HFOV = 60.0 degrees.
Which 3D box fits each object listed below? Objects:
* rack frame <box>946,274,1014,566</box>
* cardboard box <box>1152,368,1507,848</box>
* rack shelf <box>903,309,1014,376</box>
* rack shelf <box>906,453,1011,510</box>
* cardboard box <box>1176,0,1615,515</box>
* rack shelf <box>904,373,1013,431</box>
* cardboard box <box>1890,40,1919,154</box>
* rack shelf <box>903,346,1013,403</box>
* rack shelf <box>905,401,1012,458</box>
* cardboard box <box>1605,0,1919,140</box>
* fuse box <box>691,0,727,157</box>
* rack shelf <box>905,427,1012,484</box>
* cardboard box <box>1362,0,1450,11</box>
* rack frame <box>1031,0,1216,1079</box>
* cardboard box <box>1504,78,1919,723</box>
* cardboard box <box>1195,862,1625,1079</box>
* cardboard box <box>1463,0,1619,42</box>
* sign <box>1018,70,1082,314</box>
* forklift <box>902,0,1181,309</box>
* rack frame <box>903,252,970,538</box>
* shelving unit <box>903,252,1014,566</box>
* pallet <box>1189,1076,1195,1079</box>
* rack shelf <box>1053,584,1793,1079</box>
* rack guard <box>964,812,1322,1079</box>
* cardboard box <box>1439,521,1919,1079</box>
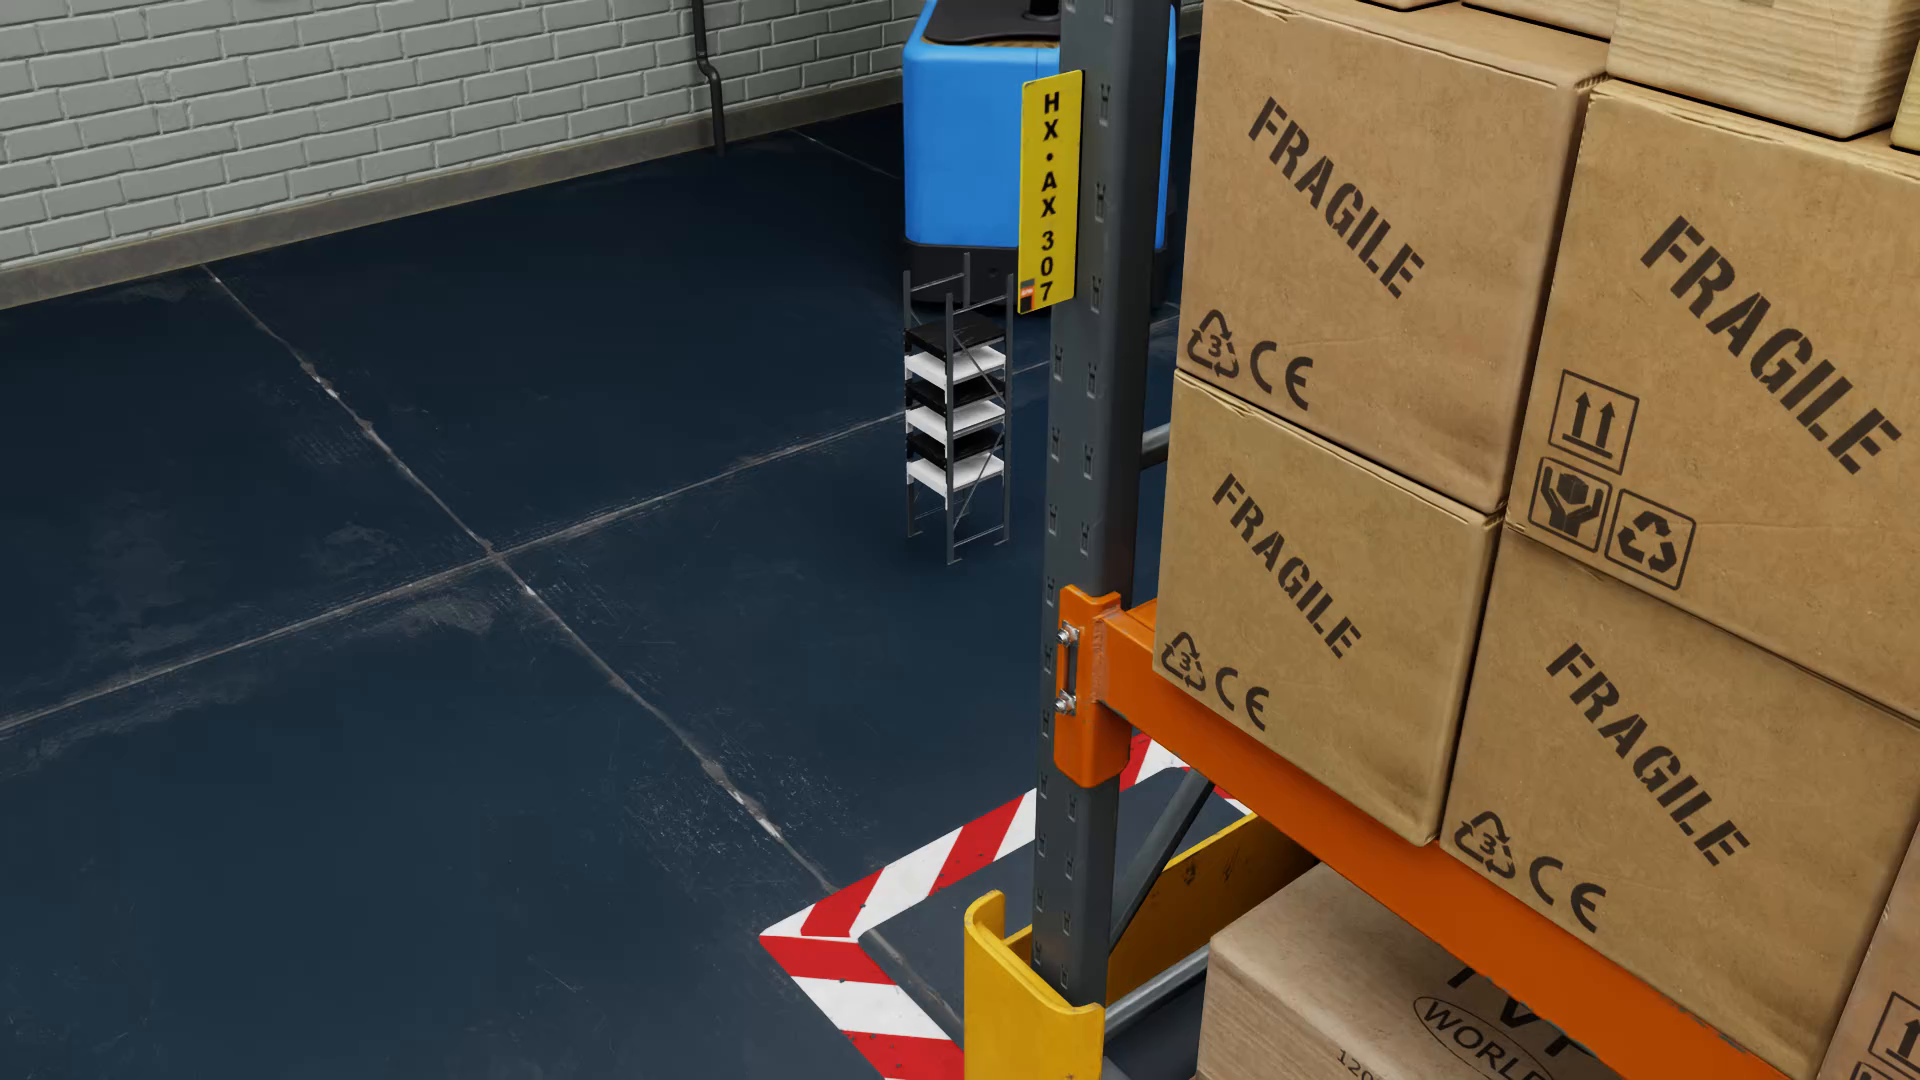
[{"bbox_3d":[0.057,-0.343,4.950,0.240,0.900,0.006,-22,38,-31],"label":"rack frame"},{"bbox_3d":[0.631,0.005,2.305,0.500,0.500,0.500,-23,38,-32],"label":"cardboard box"},{"bbox_3d":[-0.005,-0.587,4.893,0.258,0.077,0.200,-22,38,-31],"label":"rack shelf"},{"bbox_3d":[-0.005,-0.204,5.131,0.258,0.077,0.200,-22,38,-31],"label":"rack shelf"},{"bbox_3d":[0.633,-0.421,2.042,0.500,0.500,0.500,-23,39,-32],"label":"cardboard box"},{"bbox_3d":[-0.005,-0.434,4.988,0.258,0.077,0.200,-22,38,-31],"label":"rack shelf"},{"bbox_3d":[1.024,-0.415,1.419,0.380,0.149,0.250,-24,39,-33],"label":"cardboard box"},{"bbox_3d":[-0.005,-0.510,4.941,0.258,0.077,0.200,-22,38,-31],"label":"rack shelf"},{"bbox_3d":[-0.005,-0.357,5.036,0.258,0.077,0.200,-22,38,-31],"label":"rack shelf"},{"bbox_3d":[0.848,-0.519,1.586,0.380,0.149,0.250,-21,38,-30],"label":"cardboard box"},{"bbox_3d":[-1.164,-2.660,7.910,0.539,1.711,0.414,-22,38,-31],"label":"fuse box"},{"bbox_3d":[-0.005,-0.281,5.083,0.258,0.077,0.200,-22,38,-31],"label":"rack shelf"},{"bbox_3d":[0.563,-0.751,1.959,0.380,0.149,0.250,-21,38,-30],"label":"cardboard box"},{"bbox_3d":[0.564,-0.246,2.803,1.000,3.000,0.127,-22,38,-31],"label":"rack frame"},{"bbox_3d":[0.955,-0.208,1.699,0.500,0.500,0.500,-23,39,-33],"label":"cardboard box"},{"bbox_3d":[1.047,0.907,2.977,0.875,0.438,0.875,-24,39,-33],"label":"cardboard box"},{"bbox_3d":[0.780,-0.665,1.820,0.380,0.149,0.250,-21,38,-30],"label":"cardboard box"},{"bbox_3d":[0.122,-0.470,2.268,0.100,0.325,0.005,-22,38,-31],"label":"sign"},{"bbox_3d":[0.439,-2.907,7.153,1.130,2.935,3.031,3,32,5],"label":"forklift"},{"bbox_3d":[-0.067,-0.428,5.086,0.240,0.900,0.006,-22,38,-31],"label":"rack frame"},{"bbox_3d":[-0.005,-0.386,5.018,0.258,0.900,0.210,-22,38,-31],"label":"shelving unit"},{"bbox_3d":[1.116,1.247,3.043,1.003,0.211,1.213,-22,38,-31],"label":"pallet"},{"bbox_3d":[1.790,0.893,1.650,1.077,0.370,4.000,-22,38,-31],"label":"rack shelf"},{"bbox_3d":[0.549,0.806,3.478,1.175,0.500,0.348,-22,38,-31],"label":"rack guard"},{"bbox_3d":[0.963,0.207,1.980,0.500,0.500,0.500,-23,38,-32],"label":"cardboard box"}]
